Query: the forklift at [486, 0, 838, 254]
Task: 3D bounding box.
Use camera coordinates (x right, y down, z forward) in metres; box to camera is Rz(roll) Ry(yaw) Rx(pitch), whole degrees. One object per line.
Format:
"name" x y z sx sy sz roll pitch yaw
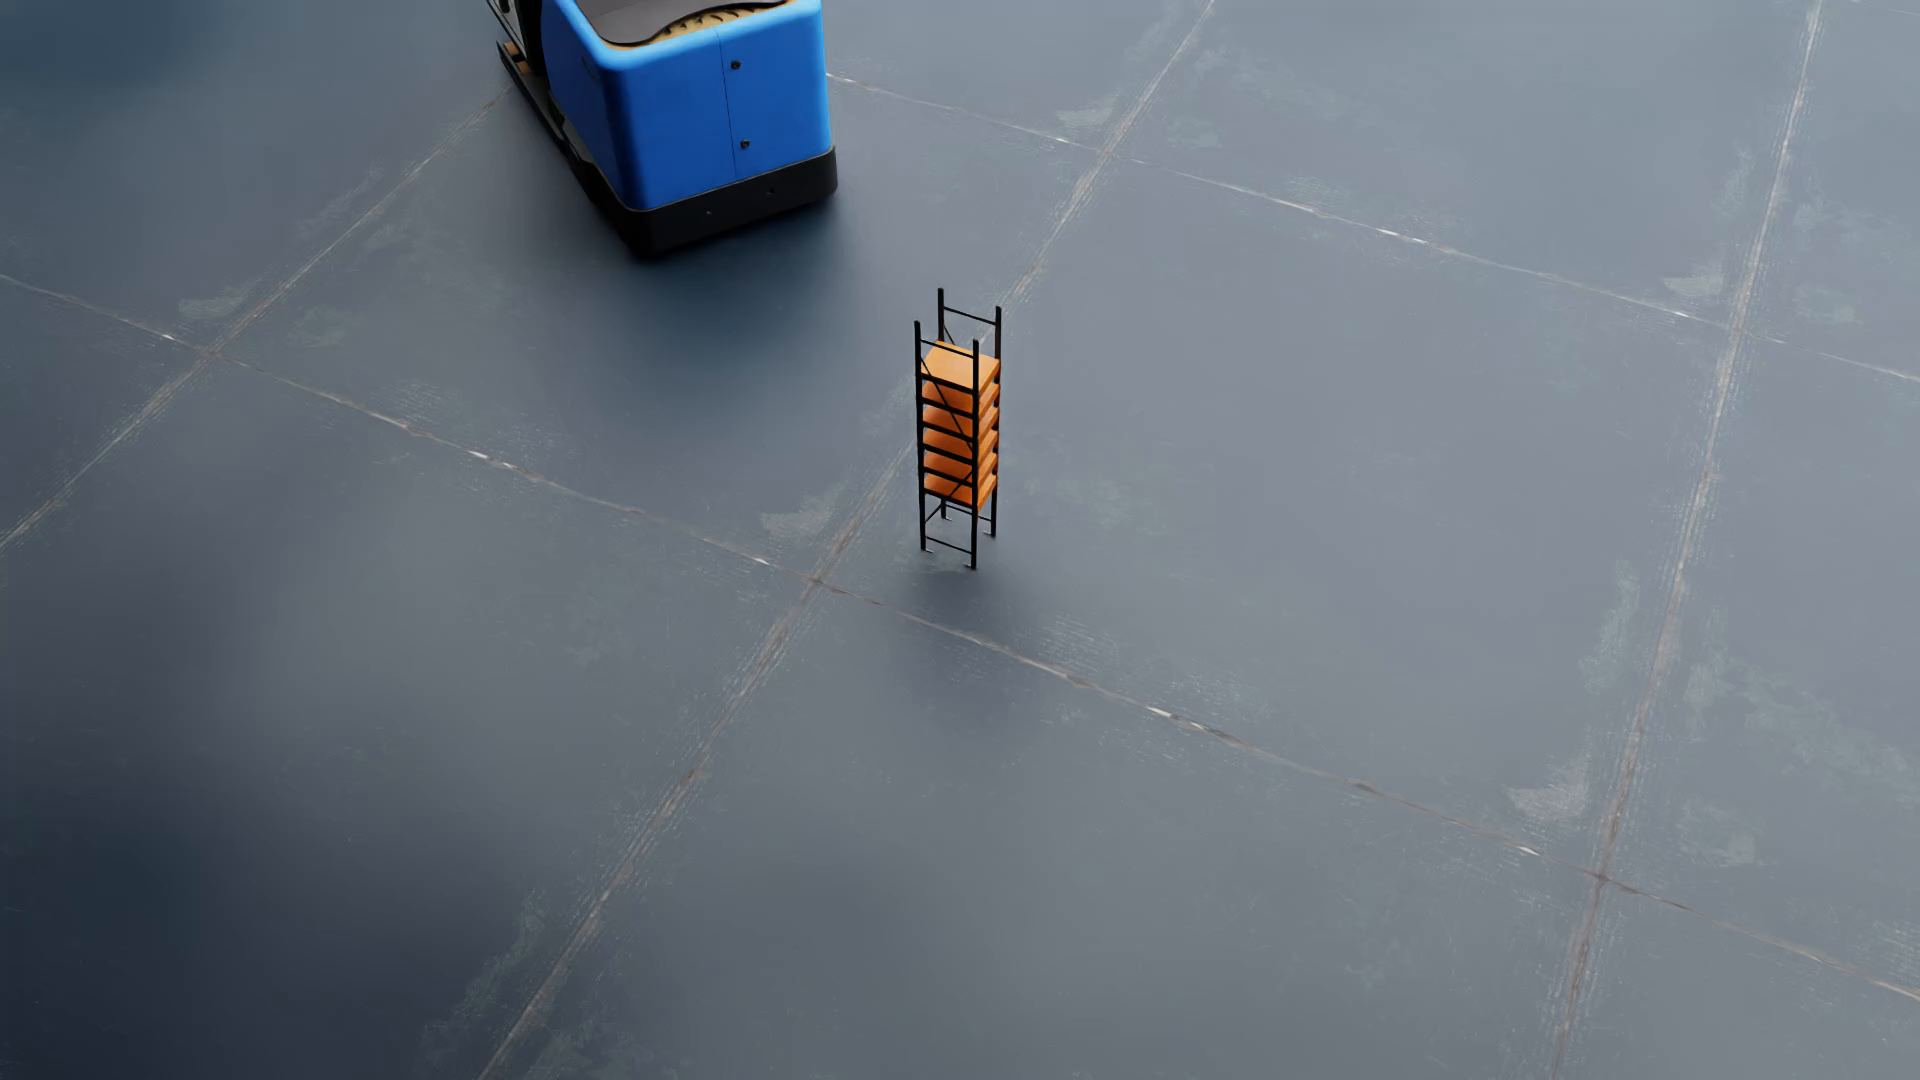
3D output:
"forklift" -1.724 -3.383 7.519 1.130 2.935 3.031 -22 53 -18

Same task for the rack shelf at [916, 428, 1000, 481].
"rack shelf" -0.006 -0.350 6.134 0.258 0.103 0.180 20 52 16

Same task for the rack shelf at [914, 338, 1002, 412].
"rack shelf" -0.006 -0.583 5.859 0.258 0.103 0.180 20 52 16

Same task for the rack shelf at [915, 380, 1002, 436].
"rack shelf" -0.006 -0.506 5.951 0.258 0.103 0.180 20 52 16

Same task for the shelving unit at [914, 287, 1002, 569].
"shelving unit" -0.006 -0.379 6.100 0.258 1.200 0.189 20 52 16

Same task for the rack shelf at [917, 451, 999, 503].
"rack shelf" -0.006 -0.272 6.225 0.258 0.103 0.180 20 52 16

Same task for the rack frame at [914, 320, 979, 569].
"rack frame" -0.045 -0.316 6.046 0.240 1.200 0.006 20 52 16

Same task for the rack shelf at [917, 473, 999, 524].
"rack shelf" -0.006 -0.195 6.316 0.258 0.103 0.180 20 52 16

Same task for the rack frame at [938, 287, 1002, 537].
"rack frame" 0.033 -0.442 6.153 0.240 1.200 0.006 20 52 16

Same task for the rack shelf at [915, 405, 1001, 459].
"rack shelf" -0.006 -0.428 6.042 0.258 0.103 0.180 20 52 16
